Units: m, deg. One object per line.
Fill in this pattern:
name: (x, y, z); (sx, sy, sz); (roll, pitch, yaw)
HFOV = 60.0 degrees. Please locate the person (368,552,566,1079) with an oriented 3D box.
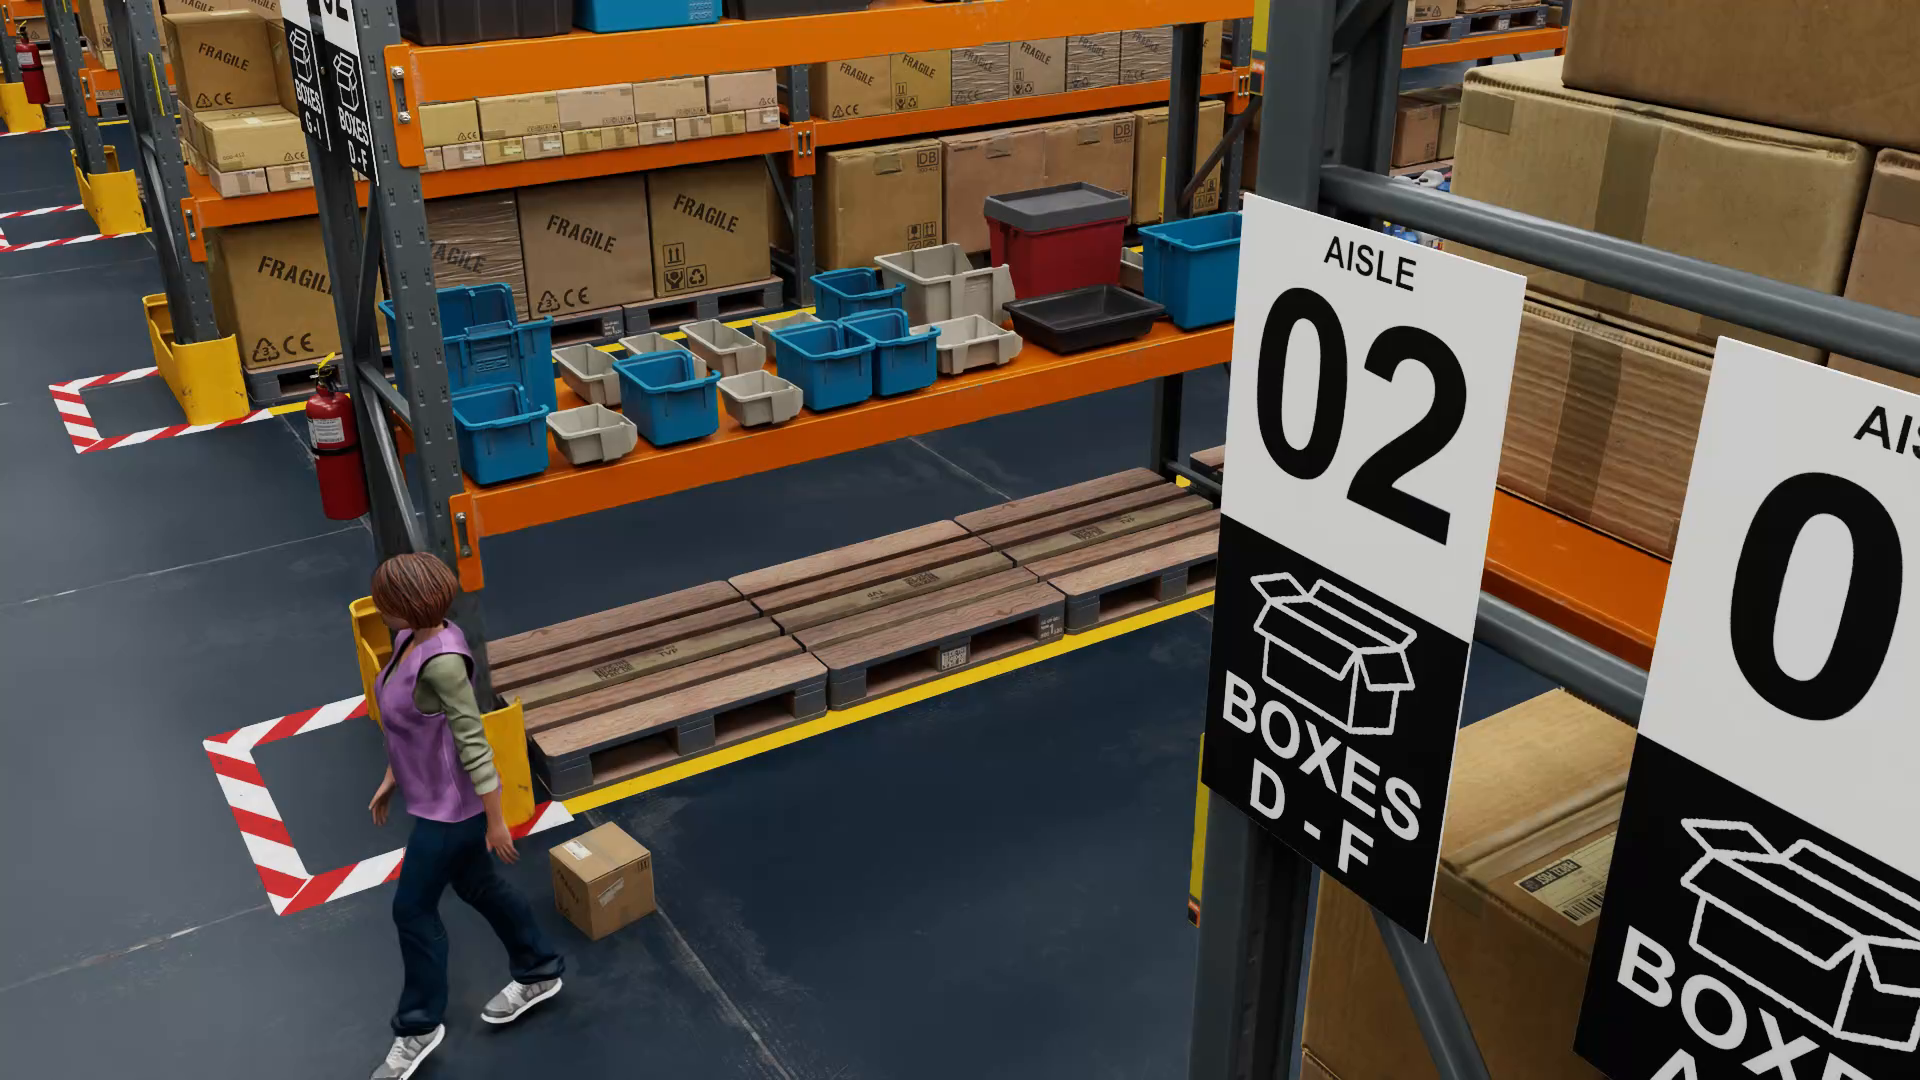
person: (-1.561, 0.807, 4.940); (0.633, 1.615, 0.486); (-10, 27, -21)
